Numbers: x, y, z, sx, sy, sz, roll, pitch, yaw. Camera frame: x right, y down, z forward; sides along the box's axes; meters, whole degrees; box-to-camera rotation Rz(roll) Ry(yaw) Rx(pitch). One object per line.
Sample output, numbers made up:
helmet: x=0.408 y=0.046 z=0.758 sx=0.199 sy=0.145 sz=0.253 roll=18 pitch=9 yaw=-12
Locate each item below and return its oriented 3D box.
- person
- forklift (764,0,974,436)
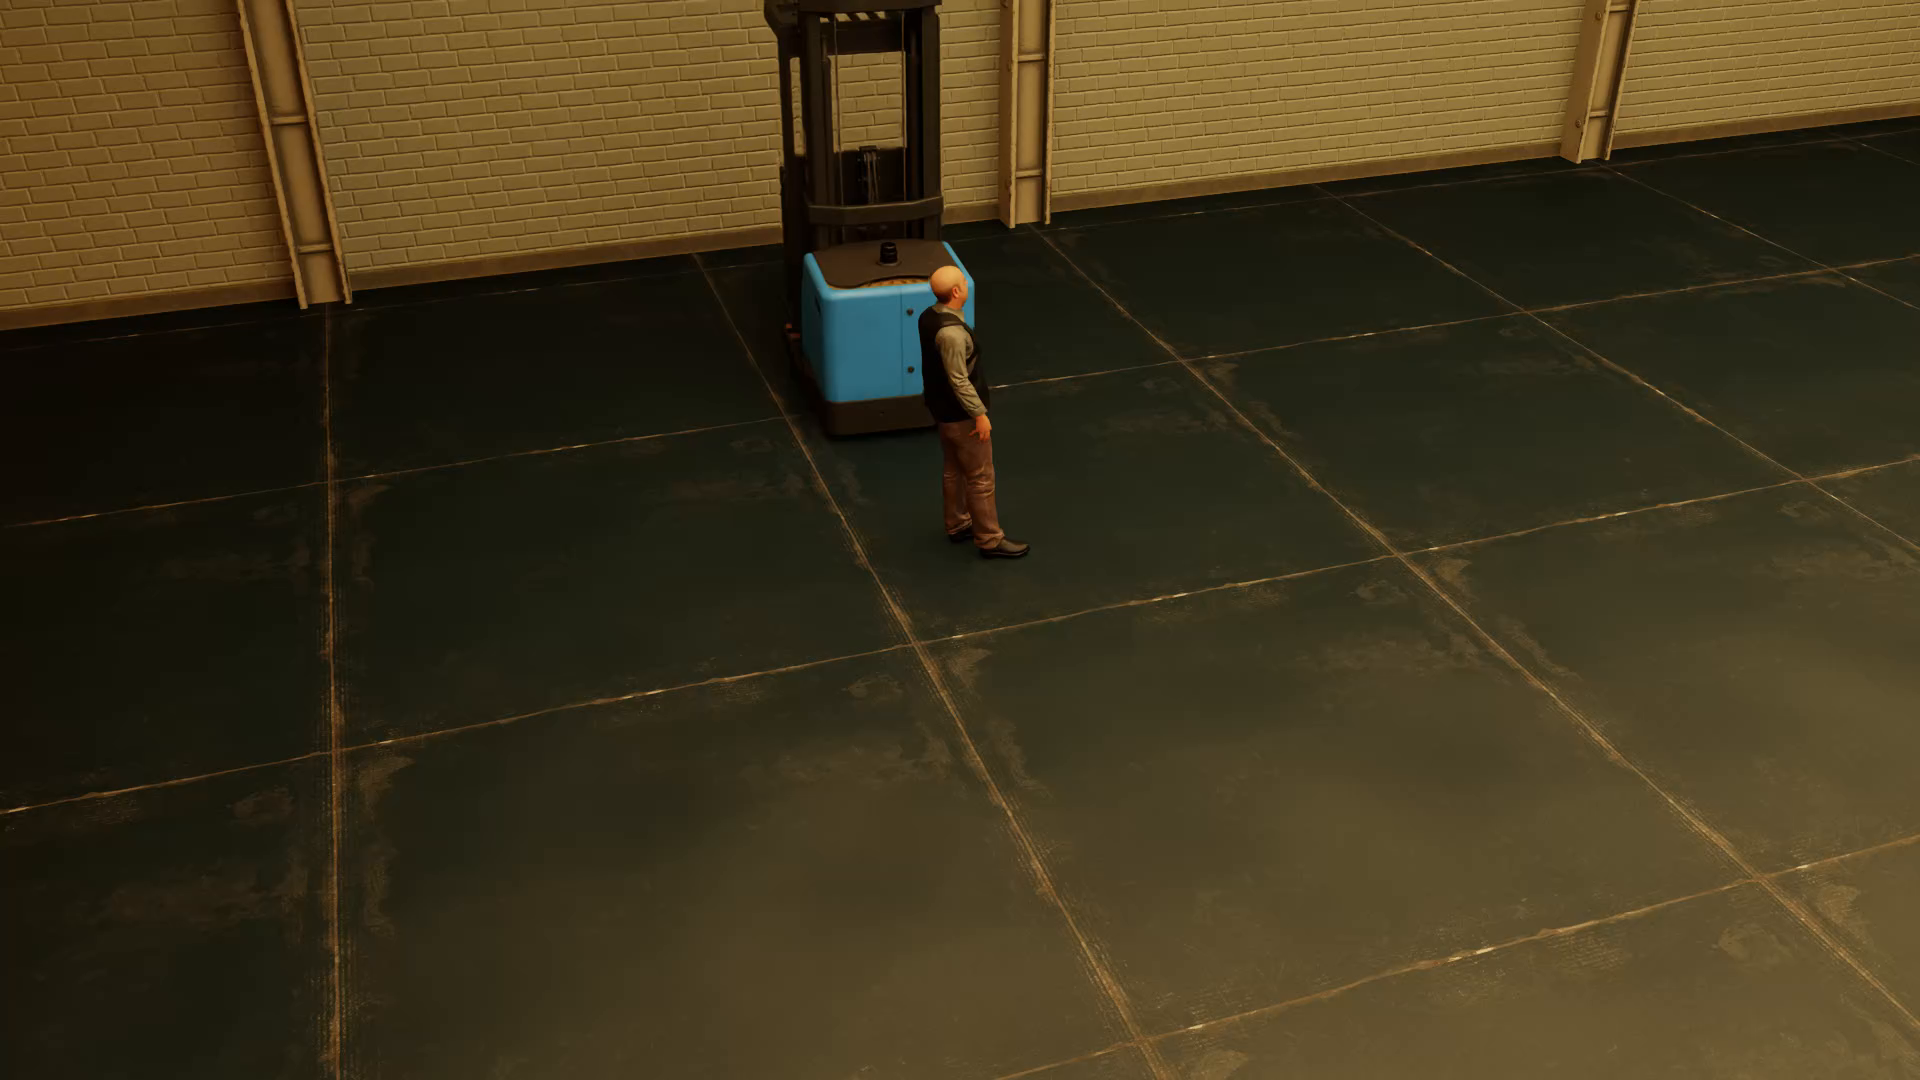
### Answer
person: x=0.061 y=-0.759 z=9.604 sx=0.568 sy=1.721 sz=0.633 roll=-10 pitch=31 yaw=-16
forklift: x=-0.732 y=-2.688 z=11.759 sx=1.130 sy=2.935 sz=3.031 roll=-7 pitch=31 yaw=-12
